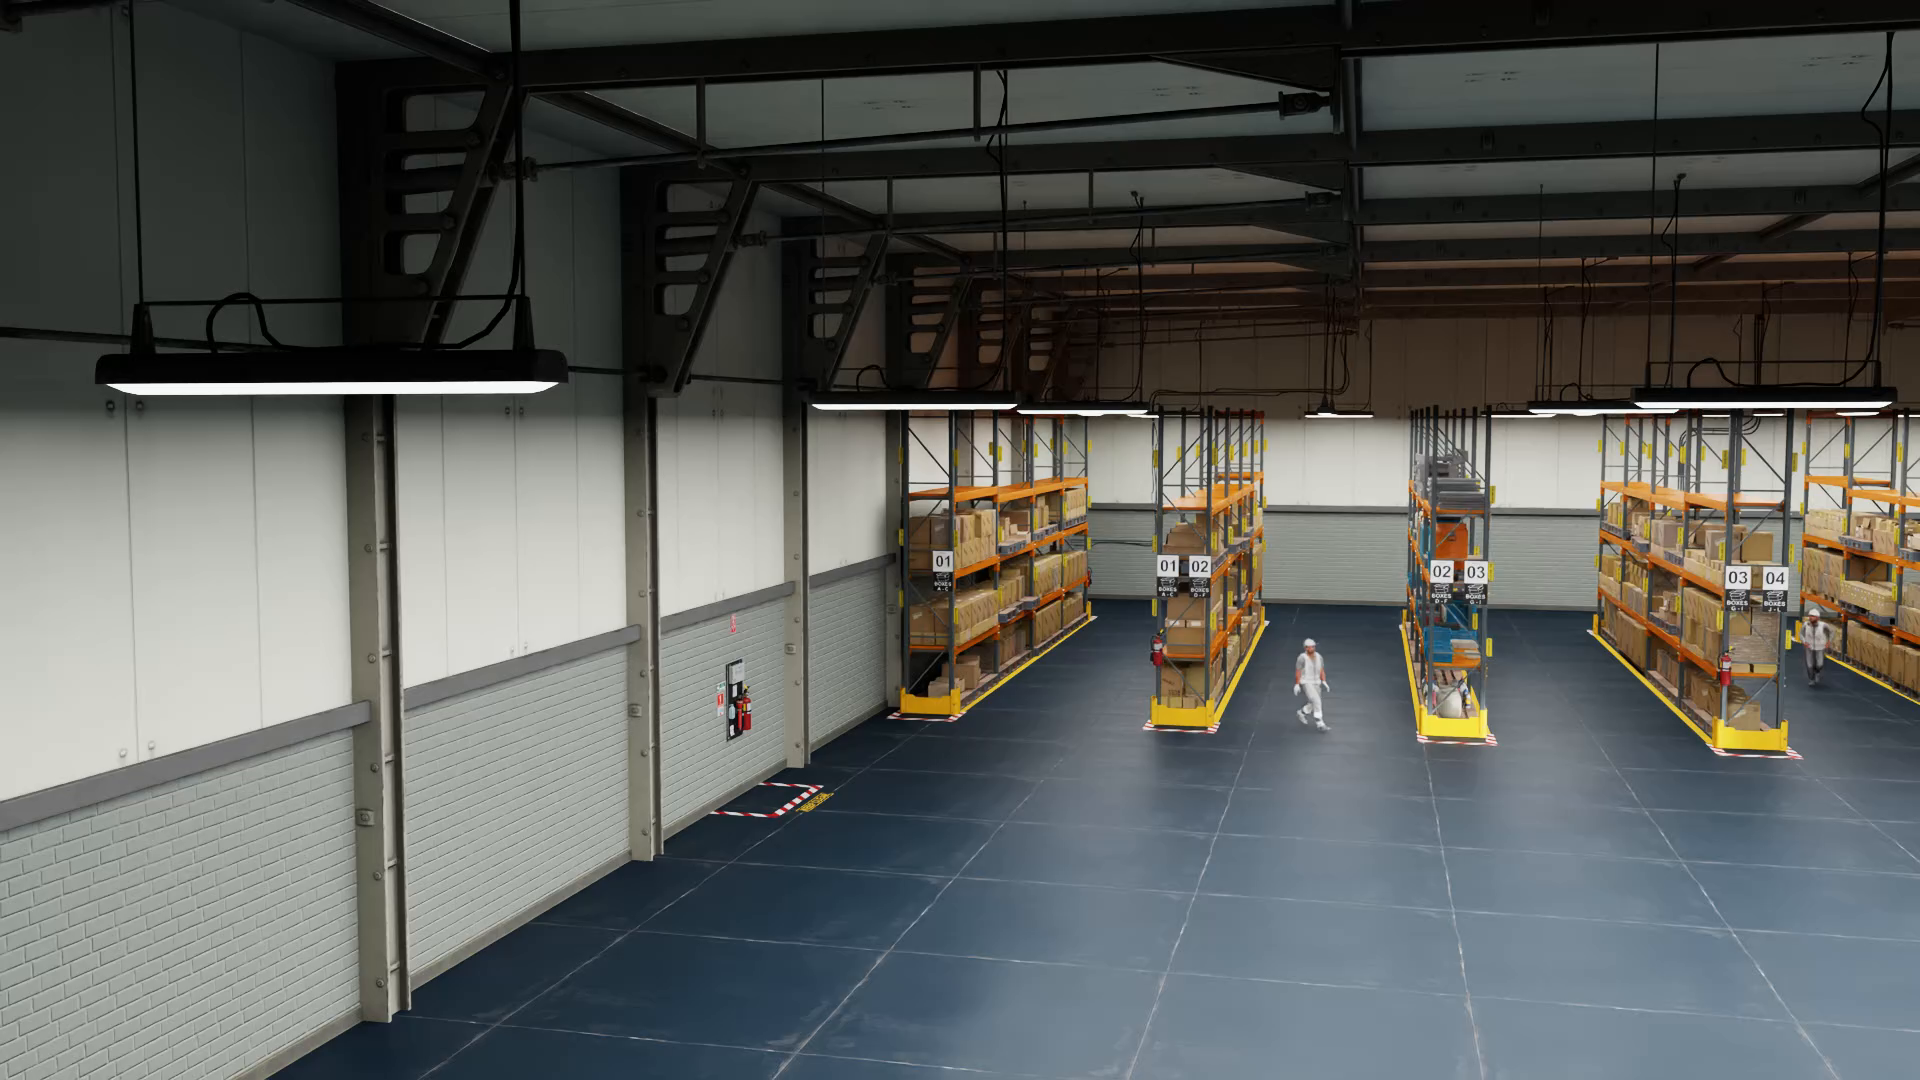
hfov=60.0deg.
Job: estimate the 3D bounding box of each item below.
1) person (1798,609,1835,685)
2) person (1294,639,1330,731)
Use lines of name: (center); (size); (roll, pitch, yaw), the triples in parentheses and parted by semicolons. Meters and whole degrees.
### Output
person: (18.465, 2.311, 35.862); (0.709, 1.682, 0.706); (2, 5, 25)
person: (6.531, 2.666, 30.900); (0.548, 1.684, 1.026); (-2, 5, -26)
